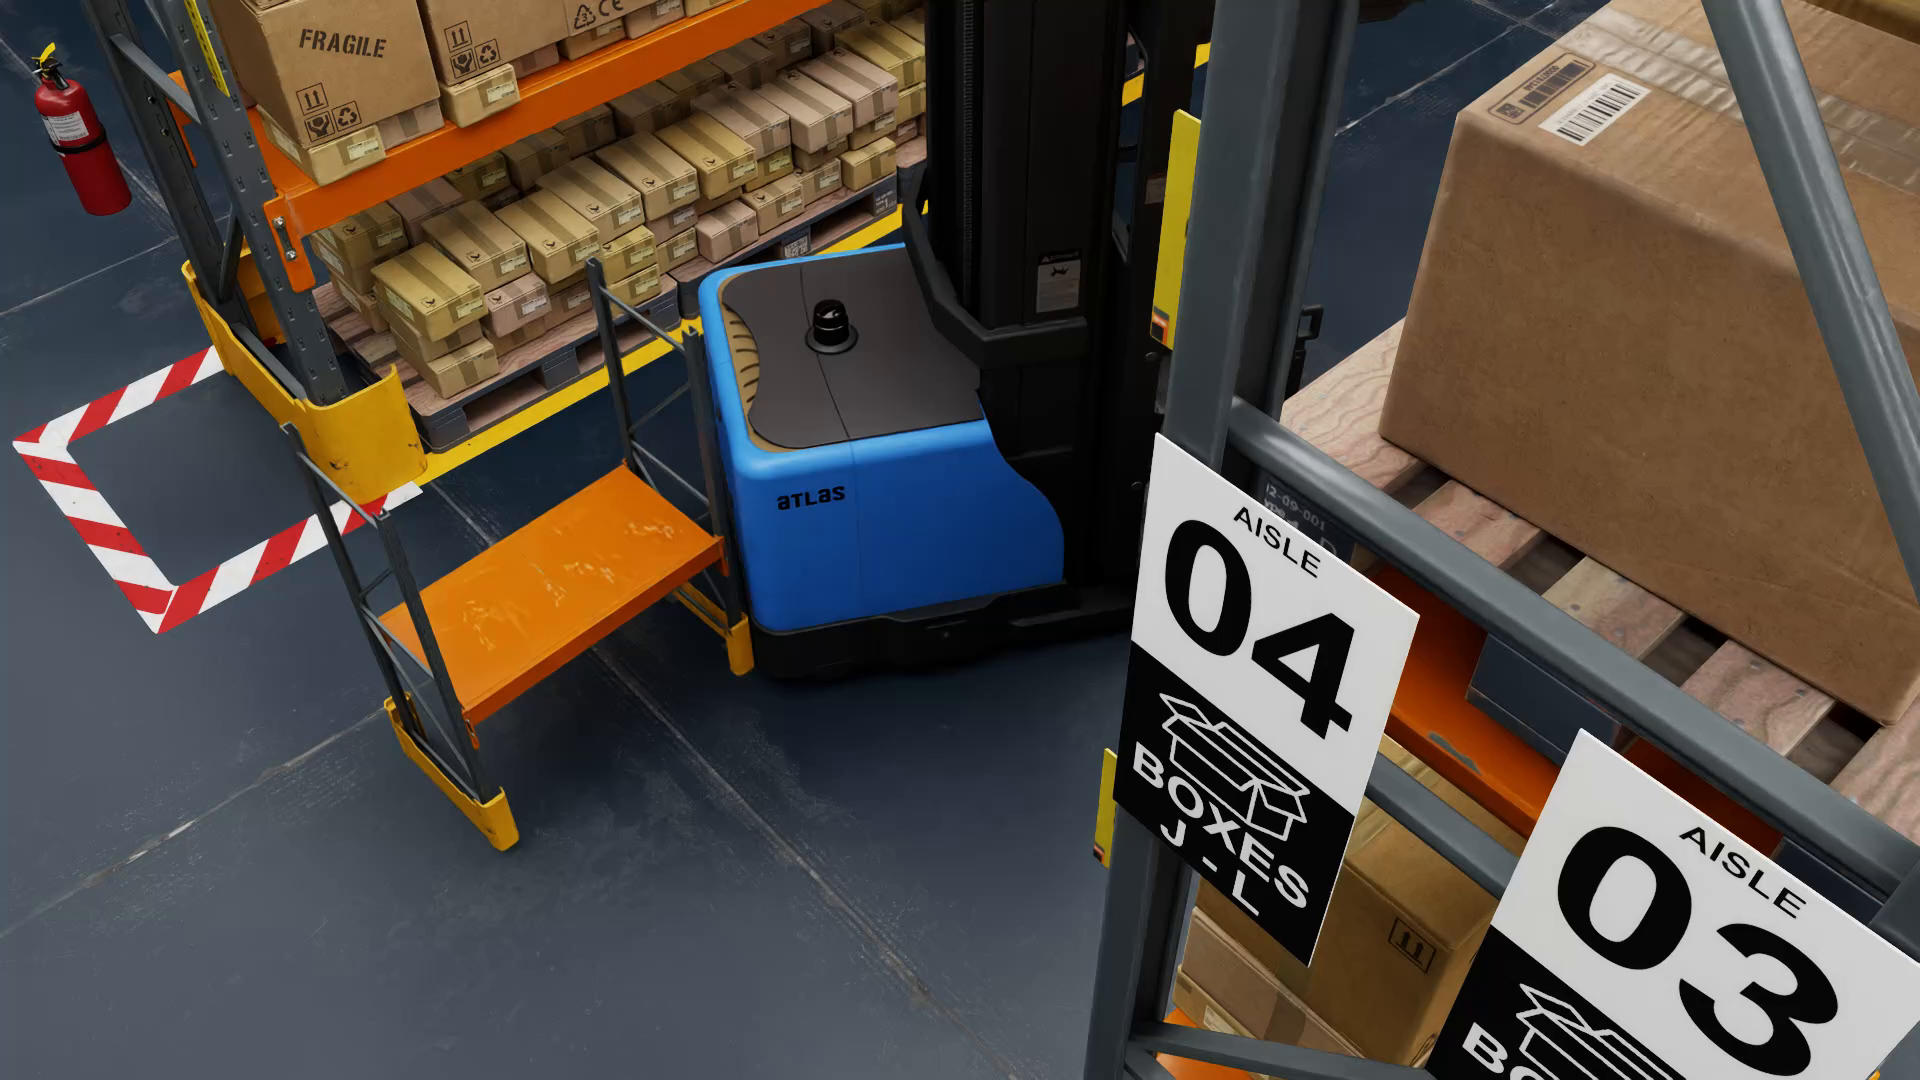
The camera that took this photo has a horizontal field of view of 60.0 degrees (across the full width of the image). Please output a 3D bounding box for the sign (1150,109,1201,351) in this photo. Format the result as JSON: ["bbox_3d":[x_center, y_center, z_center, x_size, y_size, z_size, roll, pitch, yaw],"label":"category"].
[{"bbox_3d":[0.272,-0.340,1.933,0.005,0.325,0.100,-34,56,-27],"label":"sign"}]

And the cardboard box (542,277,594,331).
[{"bbox_3d":[-1.714,-1.055,6.837,0.250,0.149,0.380,-33,55,-27],"label":"cardboard box"}]

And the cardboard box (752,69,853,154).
[{"bbox_3d":[-0.679,-1.847,7.162,0.250,0.149,0.380,-36,57,-28],"label":"cardboard box"}]

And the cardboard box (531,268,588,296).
[{"bbox_3d":[-1.712,-1.164,6.735,0.250,0.149,0.380,-33,55,-27],"label":"cardboard box"}]

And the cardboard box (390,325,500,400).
[{"bbox_3d":[-2.032,-0.755,6.559,0.250,0.149,0.380,-33,55,-26],"label":"cardboard box"}]

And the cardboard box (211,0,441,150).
[{"bbox_3d":[-2.117,-1.701,5.508,0.500,0.500,0.500,-31,55,-26],"label":"cardboard box"}]

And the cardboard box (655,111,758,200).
[{"bbox_3d":[-1.058,-1.607,6.941,0.250,0.149,0.380,-33,55,-27],"label":"cardboard box"}]

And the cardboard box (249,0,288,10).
[{"bbox_3d":[-2.124,-2.046,5.146,0.500,0.500,0.500,-34,56,-27],"label":"cardboard box"}]

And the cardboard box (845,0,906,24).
[{"bbox_3d":[-0.467,-2.536,7.798,0.250,0.149,0.380,-34,56,-28],"label":"cardboard box"}]

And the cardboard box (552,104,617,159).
[{"bbox_3d":[-1.688,-1.818,7.136,0.250,0.149,0.380,-32,55,-26],"label":"cardboard box"}]

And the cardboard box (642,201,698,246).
[{"bbox_3d":[-1.317,-1.415,6.966,0.380,0.149,0.250,36,57,29],"label":"cardboard box"}]

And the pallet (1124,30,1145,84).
[{"bbox_3d":[0.900,-2.912,8.793,1.213,0.211,1.003,-34,56,-27],"label":"pallet"}]

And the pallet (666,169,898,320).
[{"bbox_3d":[-1.052,-1.569,7.554,1.213,0.211,1.003,-34,56,-27],"label":"pallet"}]

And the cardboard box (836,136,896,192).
[{"bbox_3d":[-0.502,-1.756,7.484,0.250,0.149,0.380,-34,56,-27],"label":"cardboard box"}]

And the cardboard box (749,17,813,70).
[{"bbox_3d":[-0.888,-2.313,7.592,0.250,0.149,0.380,-33,55,-26],"label":"cardboard box"}]

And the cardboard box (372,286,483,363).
[{"bbox_3d":[-2.075,-0.890,6.482,0.250,0.149,0.380,-32,55,-26],"label":"cardboard box"}]

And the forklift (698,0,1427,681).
[{"bbox_3d":[0.673,-1.085,5.257,3.031,2.935,1.130,-10,48,-9],"label":"forklift"}]

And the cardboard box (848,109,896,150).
[{"bbox_3d":[-0.500,-1.930,7.441,0.250,0.149,0.380,-32,55,-26],"label":"cardboard box"}]

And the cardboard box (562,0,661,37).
[{"bbox_3d":[-1.367,-2.214,5.982,0.500,0.500,0.500,-33,55,-27],"label":"cardboard box"}]

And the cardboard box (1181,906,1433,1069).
[{"bbox_3d":[0.807,0.819,3.353,0.500,0.250,0.500,-35,56,-28],"label":"cardboard box"}]

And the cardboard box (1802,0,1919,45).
[{"bbox_3d":[1.473,-0.473,2.183,0.500,0.500,0.700,-36,57,-28],"label":"cardboard box"}]

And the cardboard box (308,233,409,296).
[{"bbox_3d":[-2.436,-1.187,6.756,0.250,0.149,0.380,-35,56,-28],"label":"cardboard box"}]

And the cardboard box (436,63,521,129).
[{"bbox_3d":[-1.779,-1.643,5.896,0.250,0.149,0.380,-35,56,-28],"label":"cardboard box"}]

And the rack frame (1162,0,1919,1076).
[{"bbox_3d":[0.627,-0.781,0.848,0.127,3.000,1.000,-34,56,-27],"label":"rack frame"}]

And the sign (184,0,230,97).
[{"bbox_3d":[-2.270,-1.493,4.997,0.005,0.325,0.100,-34,56,-27],"label":"sign"}]

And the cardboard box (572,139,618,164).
[{"bbox_3d":[-1.679,-1.708,7.236,0.250,0.149,0.380,-33,55,-27],"label":"cardboard box"}]

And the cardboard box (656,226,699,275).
[{"bbox_3d":[-1.327,-1.300,7.062,0.250,0.149,0.380,-34,56,-27],"label":"cardboard box"}]

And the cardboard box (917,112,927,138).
[{"bbox_3d":[-0.137,-2.020,7.726,0.250,0.149,0.380,-36,57,-28],"label":"cardboard box"}]

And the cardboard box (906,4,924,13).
[{"bbox_3d":[-0.286,-2.569,8.031,0.250,0.149,0.380,-33,56,-27],"label":"cardboard box"}]

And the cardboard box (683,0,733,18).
[{"bbox_3d":[-1.055,-2.190,6.400,0.250,0.149,0.380,-32,55,-26],"label":"cardboard box"}]

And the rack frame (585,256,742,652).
[{"bbox_3d":[-0.937,-0.210,5.423,0.500,1.500,0.032,36,57,28],"label":"rack frame"}]

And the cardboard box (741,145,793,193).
[{"bbox_3d":[-0.938,-1.699,7.229,0.250,0.149,0.380,-31,55,-26],"label":"cardboard box"}]

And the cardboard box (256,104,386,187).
[{"bbox_3d":[-2.175,-1.391,5.663,0.250,0.149,0.380,-34,56,-27],"label":"cardboard box"}]

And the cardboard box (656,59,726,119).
[{"bbox_3d":[-1.243,-2.033,7.334,0.250,0.149,0.380,-33,56,-27],"label":"cardboard box"}]

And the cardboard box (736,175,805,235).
[{"bbox_3d":[-0.896,-1.527,7.272,0.250,0.149,0.380,-34,56,-27],"label":"cardboard box"}]

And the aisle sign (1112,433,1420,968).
[{"bbox_3d":[0.372,0.244,2.215,0.004,0.787,0.394,-34,56,-27],"label":"aisle sign"}]

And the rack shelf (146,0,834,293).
[{"bbox_3d":[-1.155,-2.239,6.764,4.000,0.370,1.077,-34,56,-27],"label":"rack shelf"}]

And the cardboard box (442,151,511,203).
[{"bbox_3d":[-2.083,-1.561,6.899,0.250,0.149,0.380,-35,56,-28],"label":"cardboard box"}]

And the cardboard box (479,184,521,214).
[{"bbox_3d":[-2.053,-1.445,6.994,0.250,0.149,0.380,-36,57,-28],"label":"cardboard box"}]

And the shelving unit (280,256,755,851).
[{"bbox_3d":[-1.300,0.061,5.173,0.587,1.500,1.083,36,57,28],"label":"shelving unit"}]

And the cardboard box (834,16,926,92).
[{"bbox_3d":[-0.350,-2.171,7.461,0.250,0.149,0.380,-32,55,-26],"label":"cardboard box"}]

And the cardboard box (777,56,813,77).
[{"bbox_3d":[-0.863,-2.174,7.667,0.250,0.149,0.380,-31,55,-26],"label":"cardboard box"}]

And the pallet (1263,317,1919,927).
[{"bbox_3d":[1.169,-0.107,2.327,1.213,0.211,1.003,-34,56,-27],"label":"pallet"}]

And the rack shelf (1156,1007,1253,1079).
[{"bbox_3d":[2.107,0.508,4.230,4.000,0.370,1.077,-34,56,-27],"label":"rack shelf"}]

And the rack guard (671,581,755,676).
[{"bbox_3d":[-0.950,0.224,5.873,0.587,0.250,0.087,36,57,28],"label":"rack guard"}]

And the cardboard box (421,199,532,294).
[{"bbox_3d":[-1.896,-1.147,6.517,0.250,0.149,0.380,-33,55,-27],"label":"cardboard box"}]

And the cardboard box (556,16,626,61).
[{"bbox_3d":[-1.463,-1.967,6.194,0.250,0.149,0.380,-34,56,-27],"label":"cardboard box"}]

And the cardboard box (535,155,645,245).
[{"bbox_3d":[-1.495,-1.370,6.722,0.380,0.149,0.250,36,57,29],"label":"cardboard box"}]

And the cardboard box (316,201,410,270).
[{"bbox_3d":[-2.414,-1.271,6.631,0.250,0.149,0.380,-33,55,-27],"label":"cardboard box"}]
